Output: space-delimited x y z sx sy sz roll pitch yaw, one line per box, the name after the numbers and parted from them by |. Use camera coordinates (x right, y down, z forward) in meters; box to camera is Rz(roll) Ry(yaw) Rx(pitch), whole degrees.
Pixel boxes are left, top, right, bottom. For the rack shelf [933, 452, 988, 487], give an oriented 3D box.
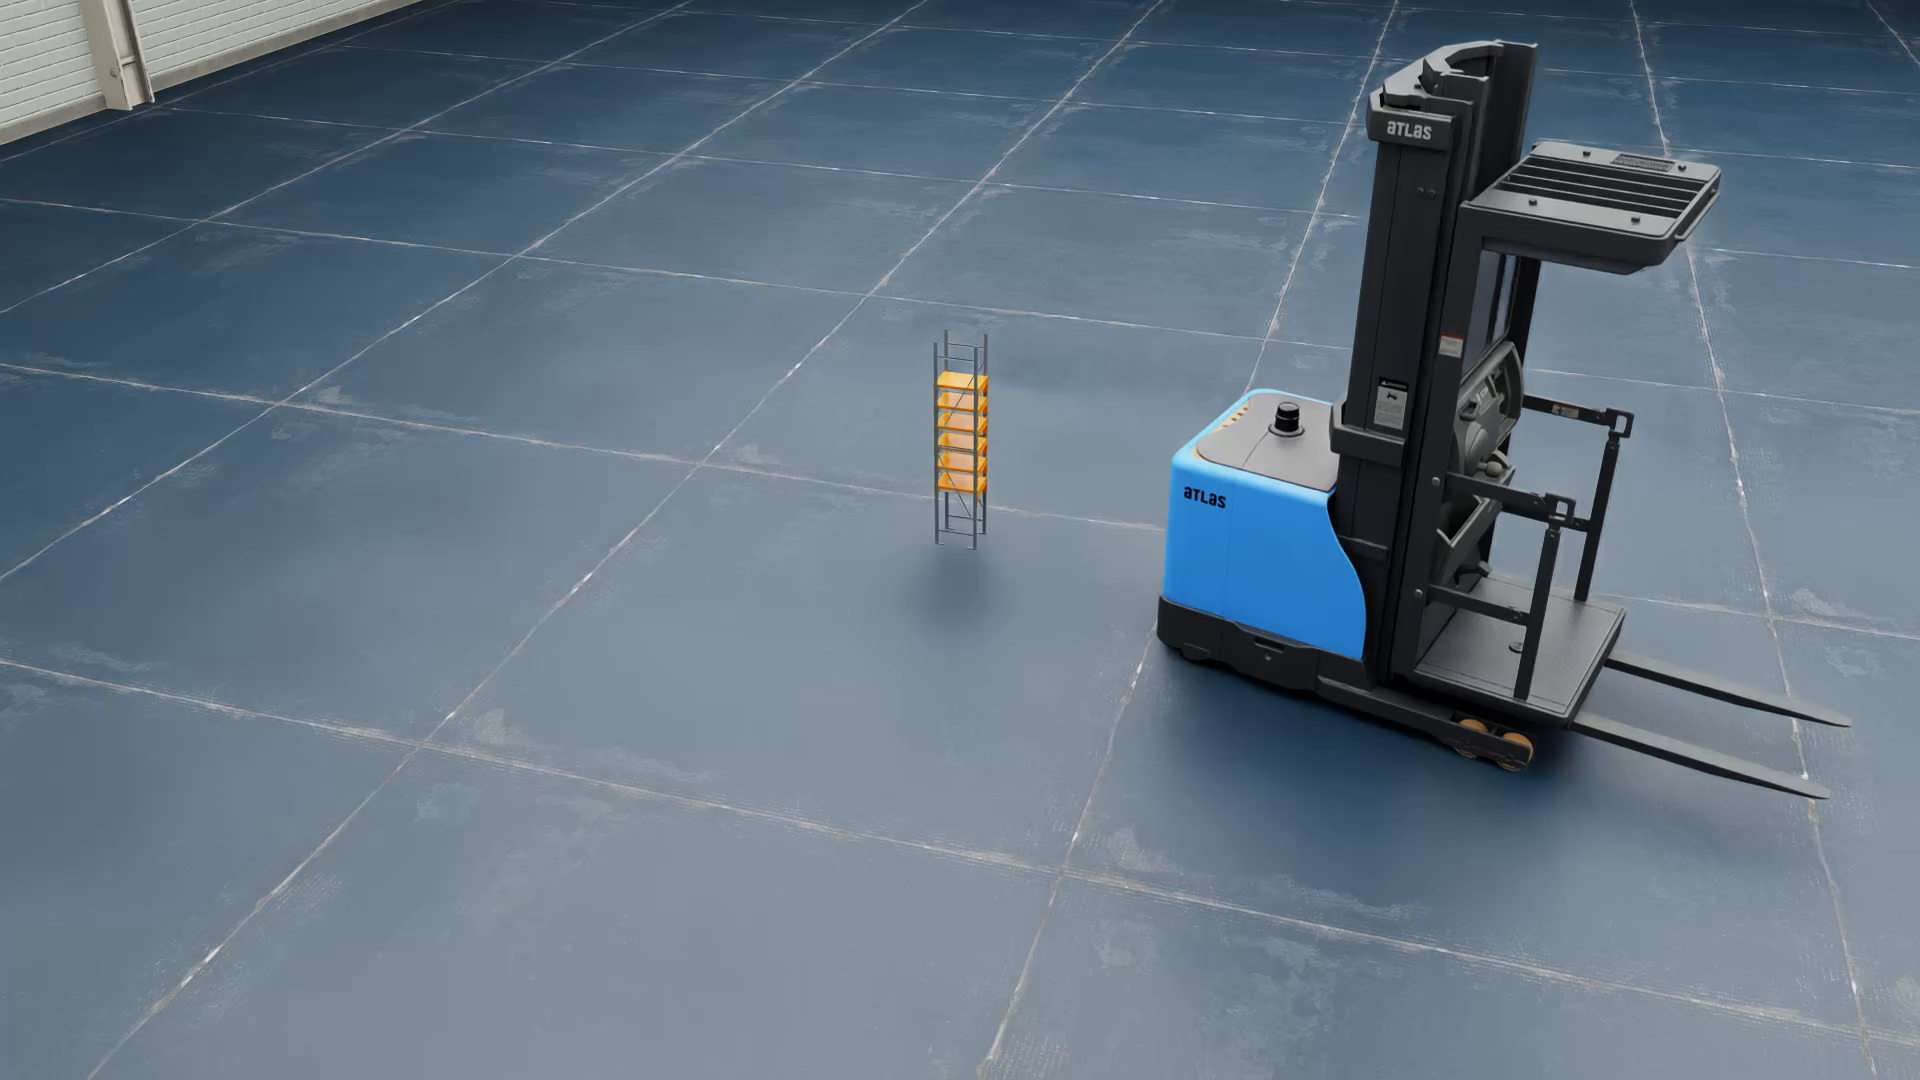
0.004 -0.387 9.050 0.258 0.103 0.180 8 30 15 | rack shelf

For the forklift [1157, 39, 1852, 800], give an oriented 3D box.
2.494 -0.548 7.221 3.031 2.935 1.130 17 33 28 | forklift

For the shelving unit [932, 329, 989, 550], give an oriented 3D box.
0.004 -0.531 8.970 0.258 1.200 0.189 8 30 15 | shelving unit

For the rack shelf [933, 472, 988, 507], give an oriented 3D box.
0.004 -0.282 9.109 0.258 0.103 0.180 8 30 15 | rack shelf

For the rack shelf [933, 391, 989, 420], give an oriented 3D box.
0.004 -0.702 8.875 0.258 0.103 0.180 8 30 15 | rack shelf

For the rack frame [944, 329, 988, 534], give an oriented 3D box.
0.031 -0.574 9.047 0.240 1.200 0.006 8 30 15 | rack frame

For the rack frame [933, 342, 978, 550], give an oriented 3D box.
-0.023 -0.489 8.894 0.240 1.200 0.006 8 30 15 | rack frame

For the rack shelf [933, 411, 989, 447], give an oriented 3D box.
0.004 -0.597 8.934 0.258 0.103 0.180 8 30 15 | rack shelf

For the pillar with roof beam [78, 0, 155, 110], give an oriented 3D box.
-4.603 -7.893 14.181 9.100 9.000 0.400 8 30 15 | pillar with roof beam

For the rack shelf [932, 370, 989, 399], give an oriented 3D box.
0.004 -0.807 8.817 0.258 0.103 0.180 8 30 15 | rack shelf

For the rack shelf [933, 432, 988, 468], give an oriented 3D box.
0.004 -0.492 8.992 0.258 0.103 0.180 8 30 15 | rack shelf
